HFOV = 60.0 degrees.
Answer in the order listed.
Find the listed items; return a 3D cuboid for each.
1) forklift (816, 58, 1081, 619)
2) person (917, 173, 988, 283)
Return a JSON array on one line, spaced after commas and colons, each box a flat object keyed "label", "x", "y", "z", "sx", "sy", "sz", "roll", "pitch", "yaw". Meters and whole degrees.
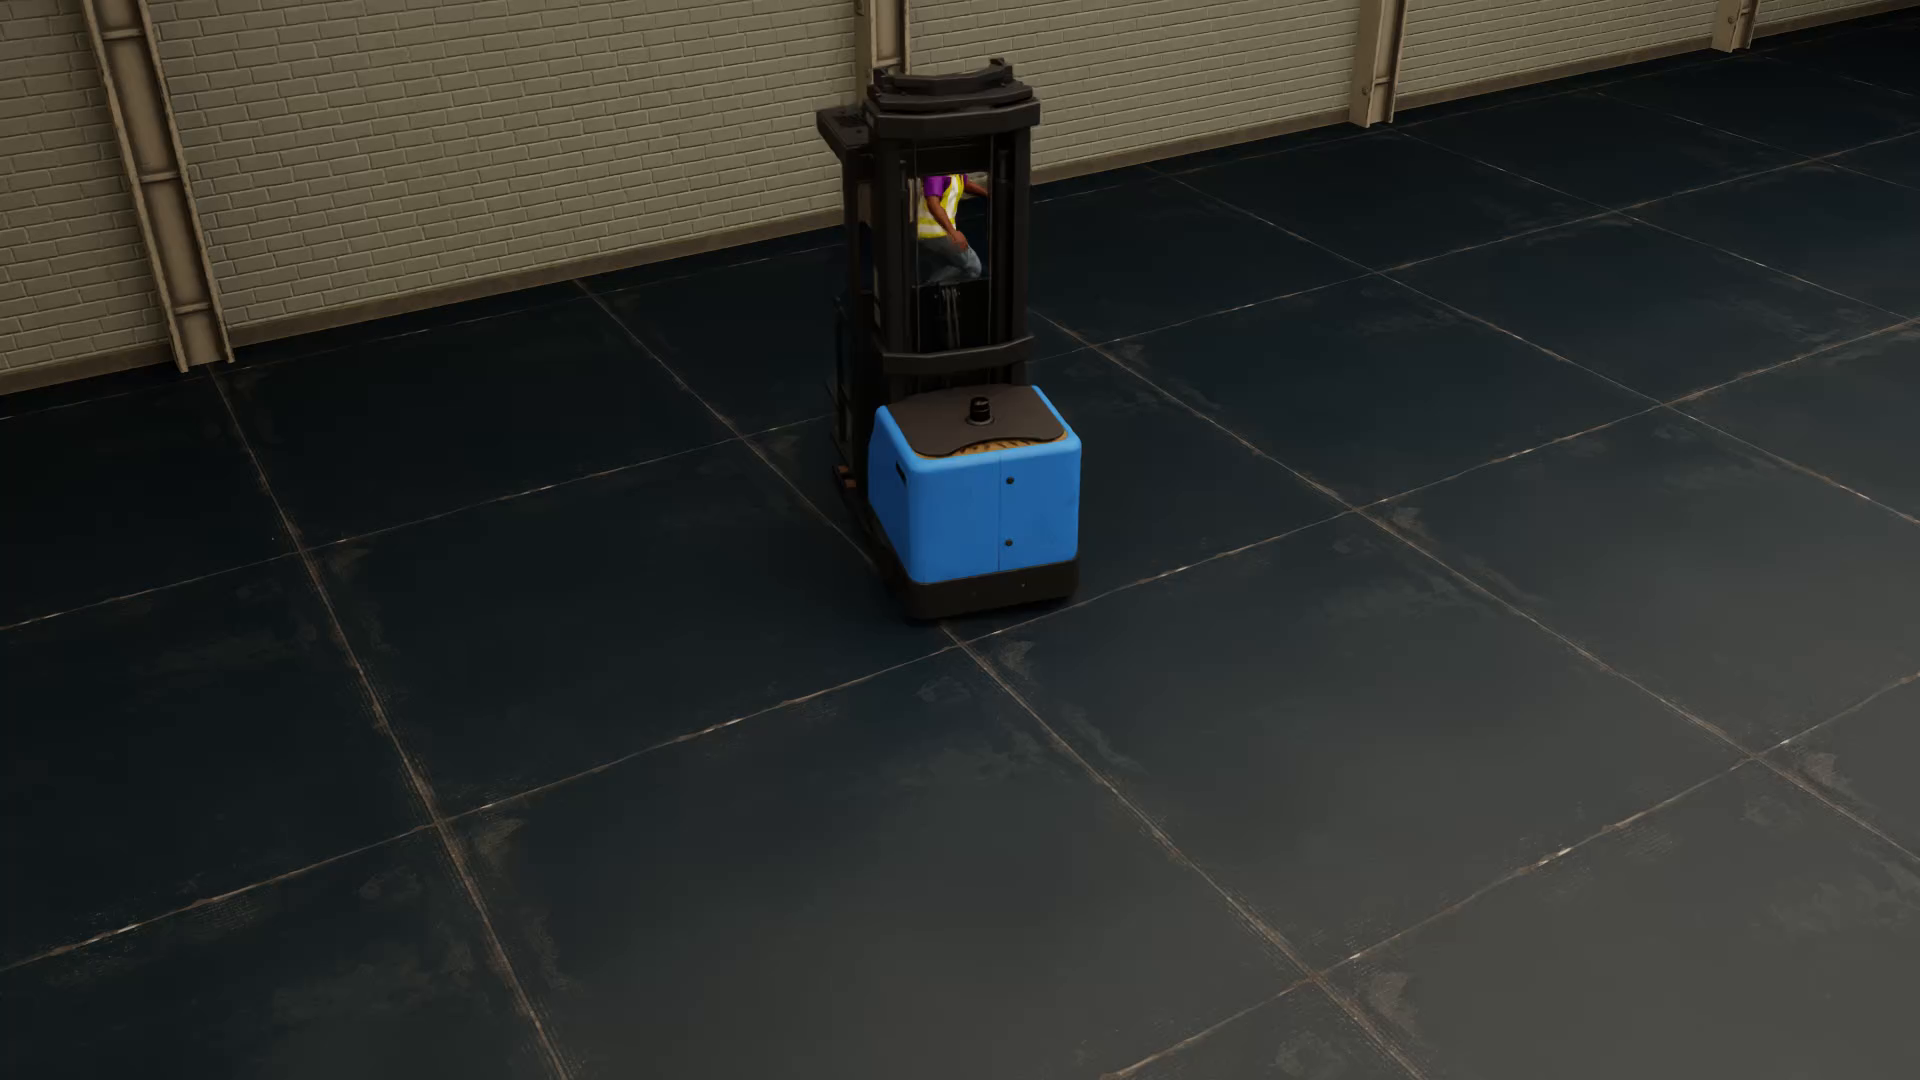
[{"label": "forklift", "x": -0.216, "y": -1.545, "z": 10.228, "sx": 1.130, "sy": 2.935, "sz": 3.031, "roll": -9, "pitch": 32, "yaw": -15}, {"label": "person", "x": 0.019, "y": -2.437, "z": 12.988, "sx": 0.833, "sy": 1.620, "sz": 0.918, "roll": -3, "pitch": 31, "yaw": -5}]
